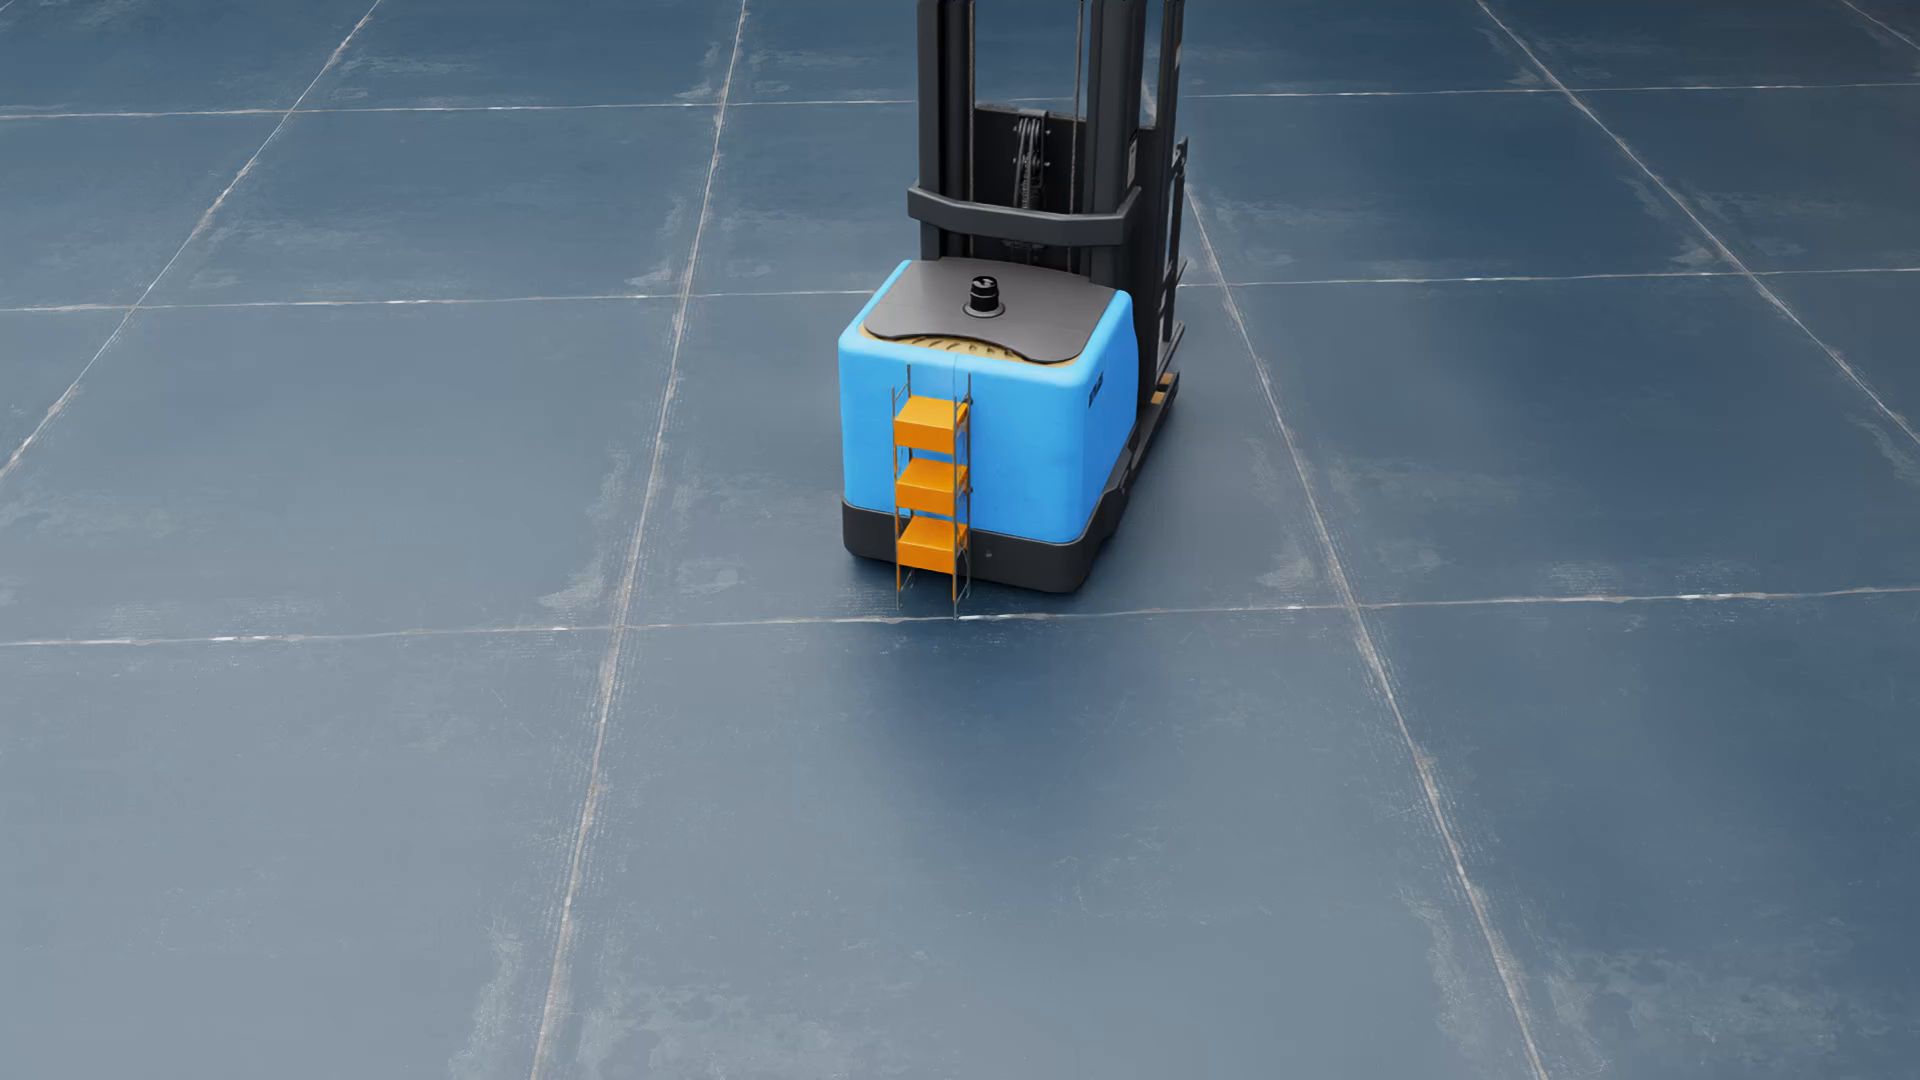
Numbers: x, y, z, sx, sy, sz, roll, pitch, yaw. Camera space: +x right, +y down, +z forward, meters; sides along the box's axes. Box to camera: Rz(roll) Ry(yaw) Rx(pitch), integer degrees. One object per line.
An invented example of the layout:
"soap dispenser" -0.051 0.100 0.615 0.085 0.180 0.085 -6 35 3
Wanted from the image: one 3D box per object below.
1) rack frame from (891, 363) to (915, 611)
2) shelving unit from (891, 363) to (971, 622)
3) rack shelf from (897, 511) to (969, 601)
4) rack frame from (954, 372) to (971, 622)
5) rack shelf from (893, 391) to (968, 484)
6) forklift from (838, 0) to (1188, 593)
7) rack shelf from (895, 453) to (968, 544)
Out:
"rack frame" -0.224 -0.195 6.609 0.008 1.050 0.200 10 36 14
"shelving unit" -0.107 -0.174 6.579 0.252 1.050 0.215 10 36 14
"rack shelf" -0.107 0.063 6.743 0.240 0.259 0.215 10 36 14
"rack frame" 0.009 -0.153 6.549 0.008 1.050 0.200 10 36 14
"rack shelf" -0.107 -0.398 6.423 0.240 0.259 0.215 10 36 14
"forklift" 0.447 -1.823 7.309 1.130 2.935 3.031 11 36 15
"rack shelf" -0.107 -0.165 6.585 0.240 0.259 0.215 10 36 14
